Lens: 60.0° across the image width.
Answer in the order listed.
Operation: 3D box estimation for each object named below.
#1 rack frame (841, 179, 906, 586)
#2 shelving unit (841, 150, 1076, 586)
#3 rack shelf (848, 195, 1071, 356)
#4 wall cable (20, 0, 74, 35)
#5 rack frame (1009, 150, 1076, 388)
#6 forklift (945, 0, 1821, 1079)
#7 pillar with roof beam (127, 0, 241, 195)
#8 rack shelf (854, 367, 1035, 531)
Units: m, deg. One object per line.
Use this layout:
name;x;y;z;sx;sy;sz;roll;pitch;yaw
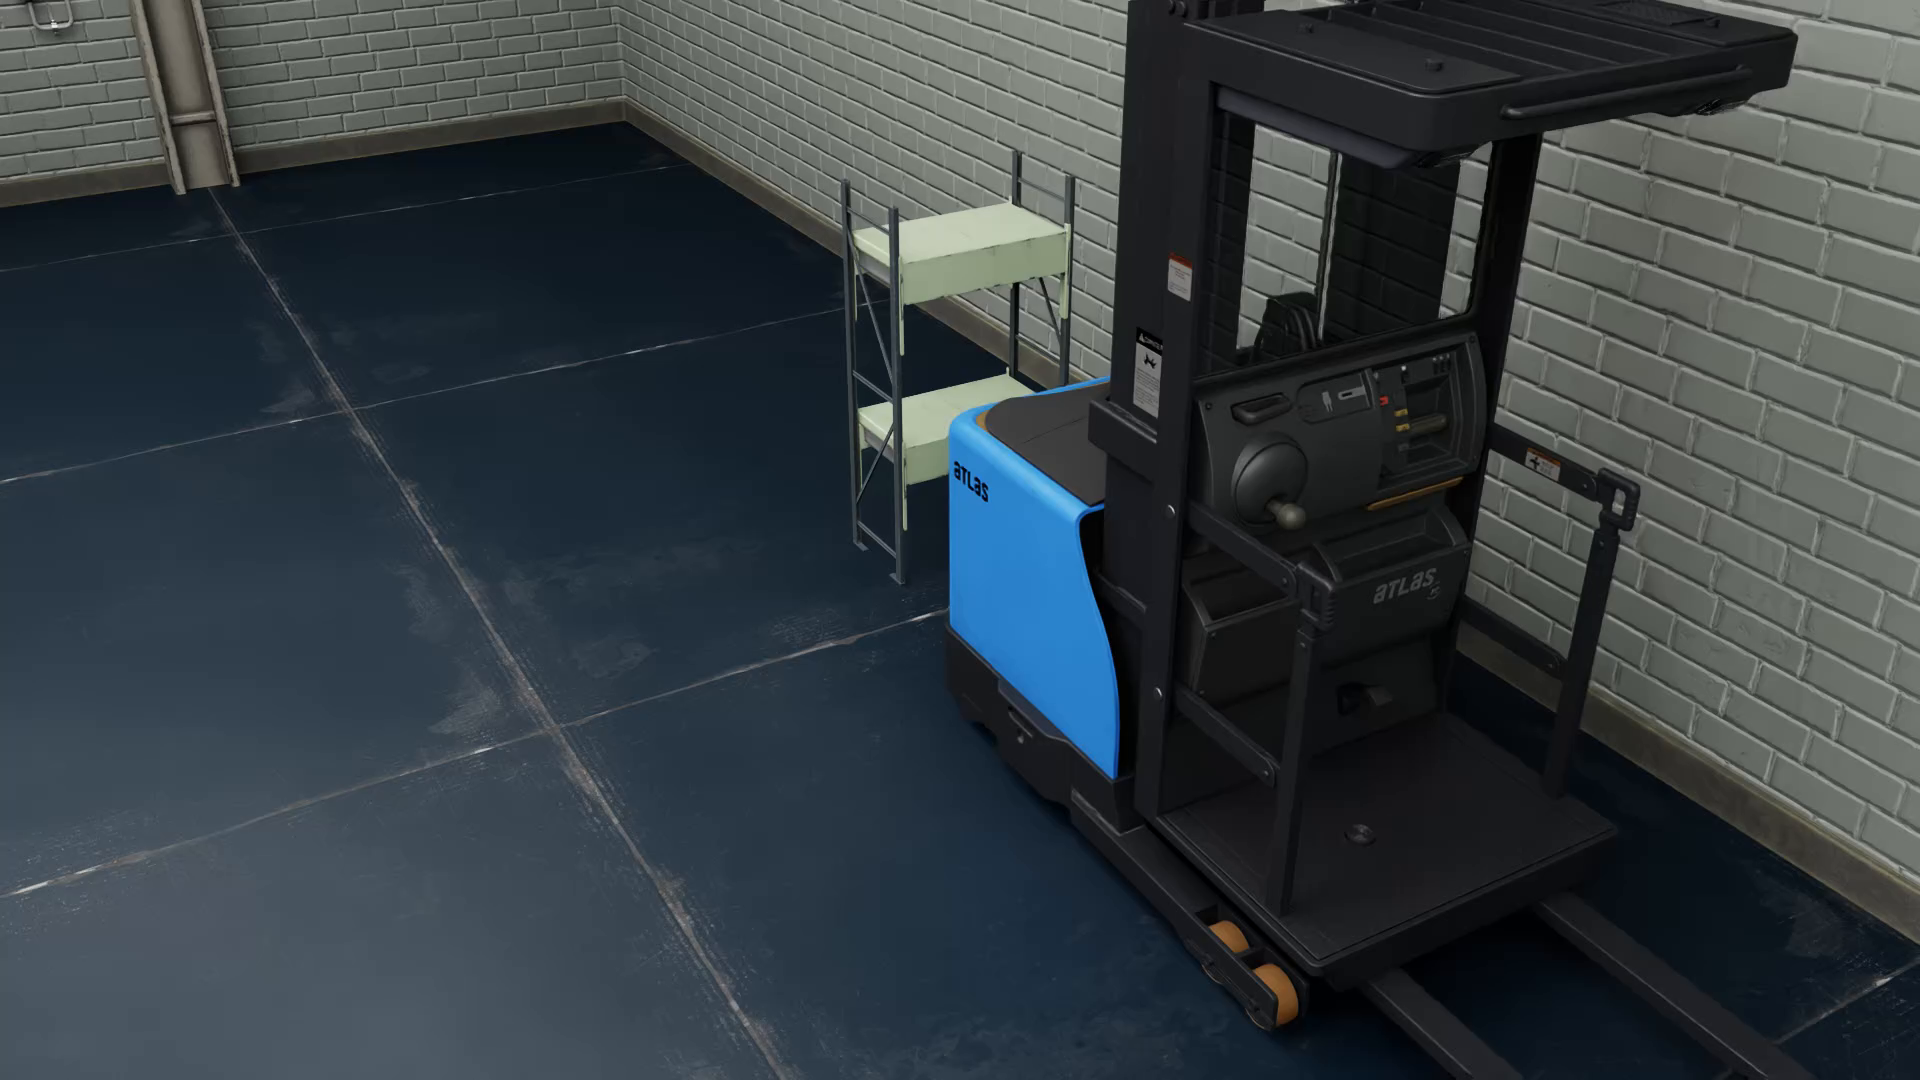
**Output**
rack frame;-0.321;-0.565;6.222;0.023;1.500;0.400;-16;33;-26
shelving unit;-0.006;-0.655;6.385;0.755;1.500;0.431;-16;33;-26
rack shelf;-0.006;-0.997;6.196;0.720;0.370;0.431;-16;33;-26
wall cable;-6.267;-3.804;9.487;1.851;1.984;0.084;-16;33;-26
rack frame;0.310;-0.745;6.547;0.023;1.500;0.400;-16;33;-26
forklift;1.113;-0.244;4.158;1.130;2.935;3.031;-15;32;-26
pillar with roof beam;-2.821;-4.506;5.602;0.400;9.000;9.100;-16;33;-26
rack shelf;-0.006;-0.370;6.542;0.720;0.370;0.431;-16;33;-26
